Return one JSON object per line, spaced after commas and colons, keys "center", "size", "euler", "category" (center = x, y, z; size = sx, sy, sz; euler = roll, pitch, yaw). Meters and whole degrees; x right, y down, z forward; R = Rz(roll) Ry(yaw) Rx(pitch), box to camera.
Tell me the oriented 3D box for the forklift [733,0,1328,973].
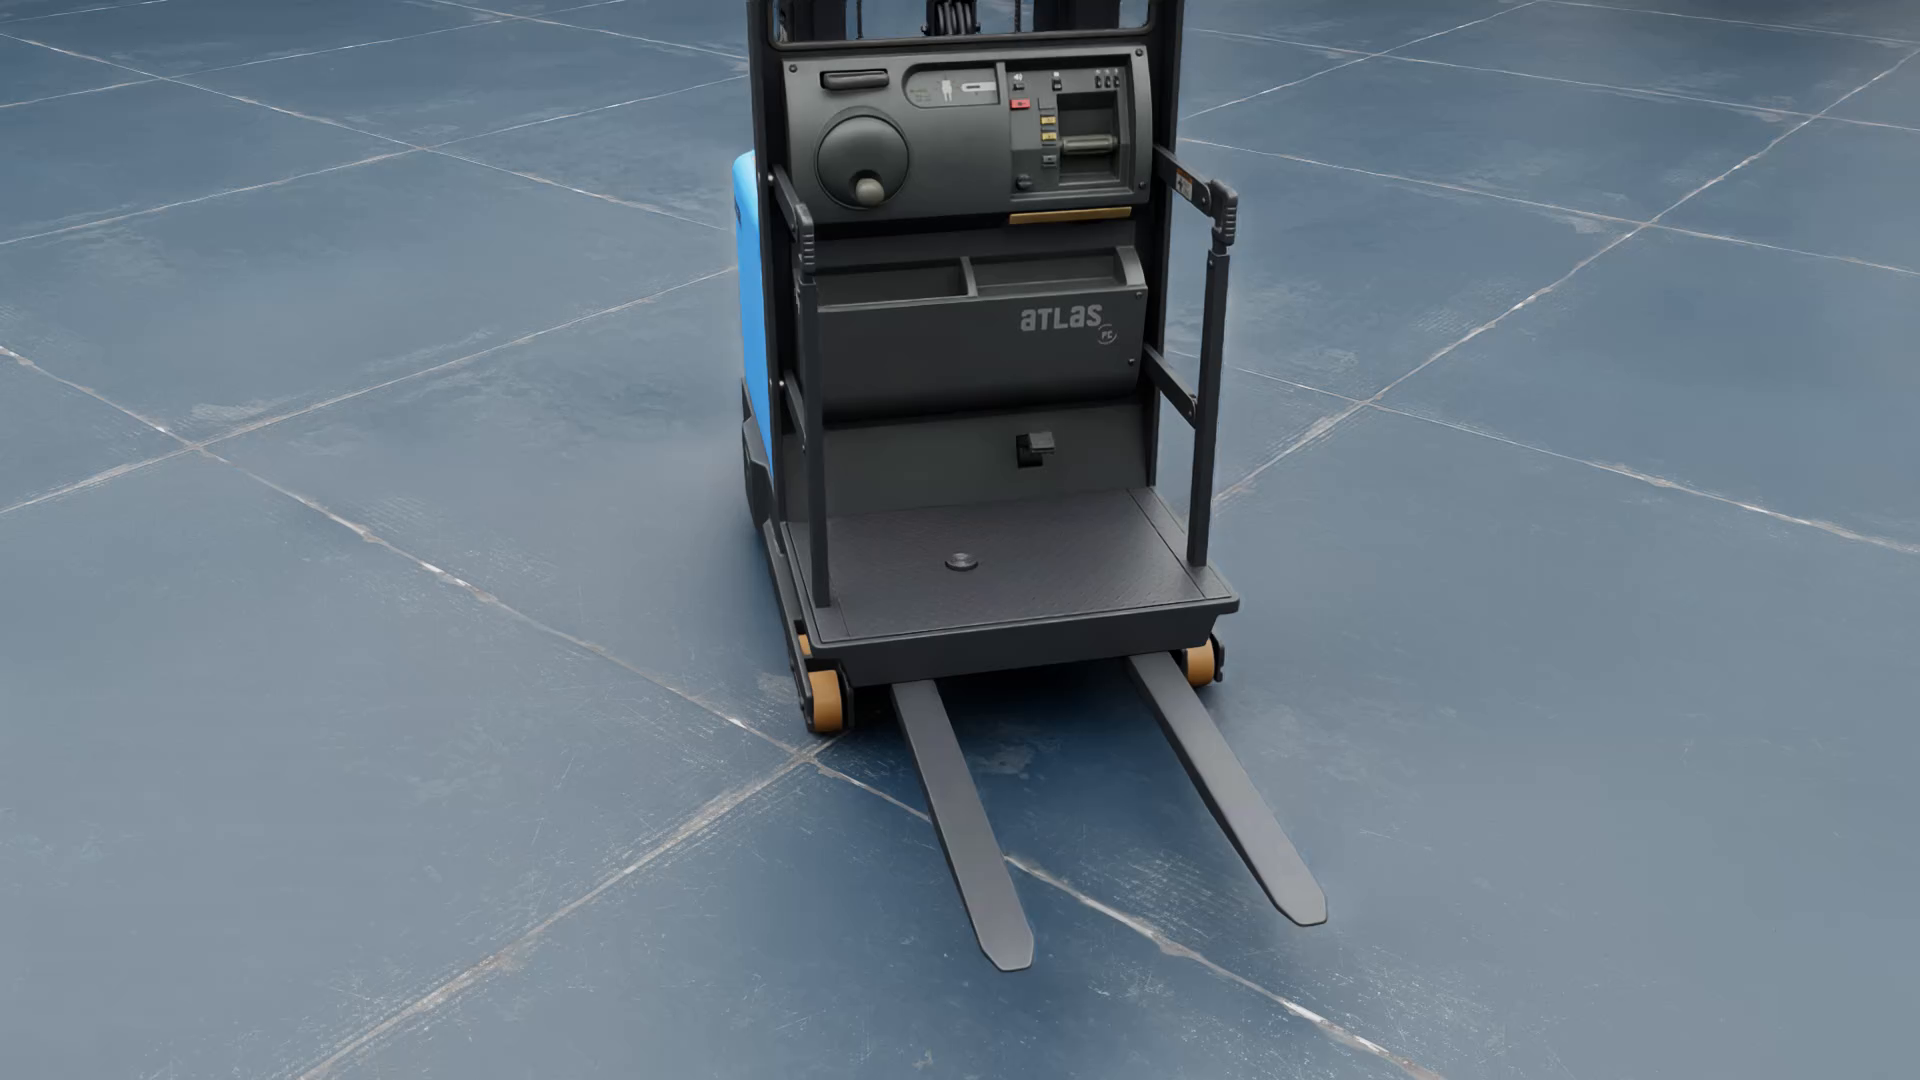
{"center": [0.077, -0.993, 3.979], "size": [1.130, 2.935, 3.031], "euler": [-6, 28, -11], "category": "forklift"}
